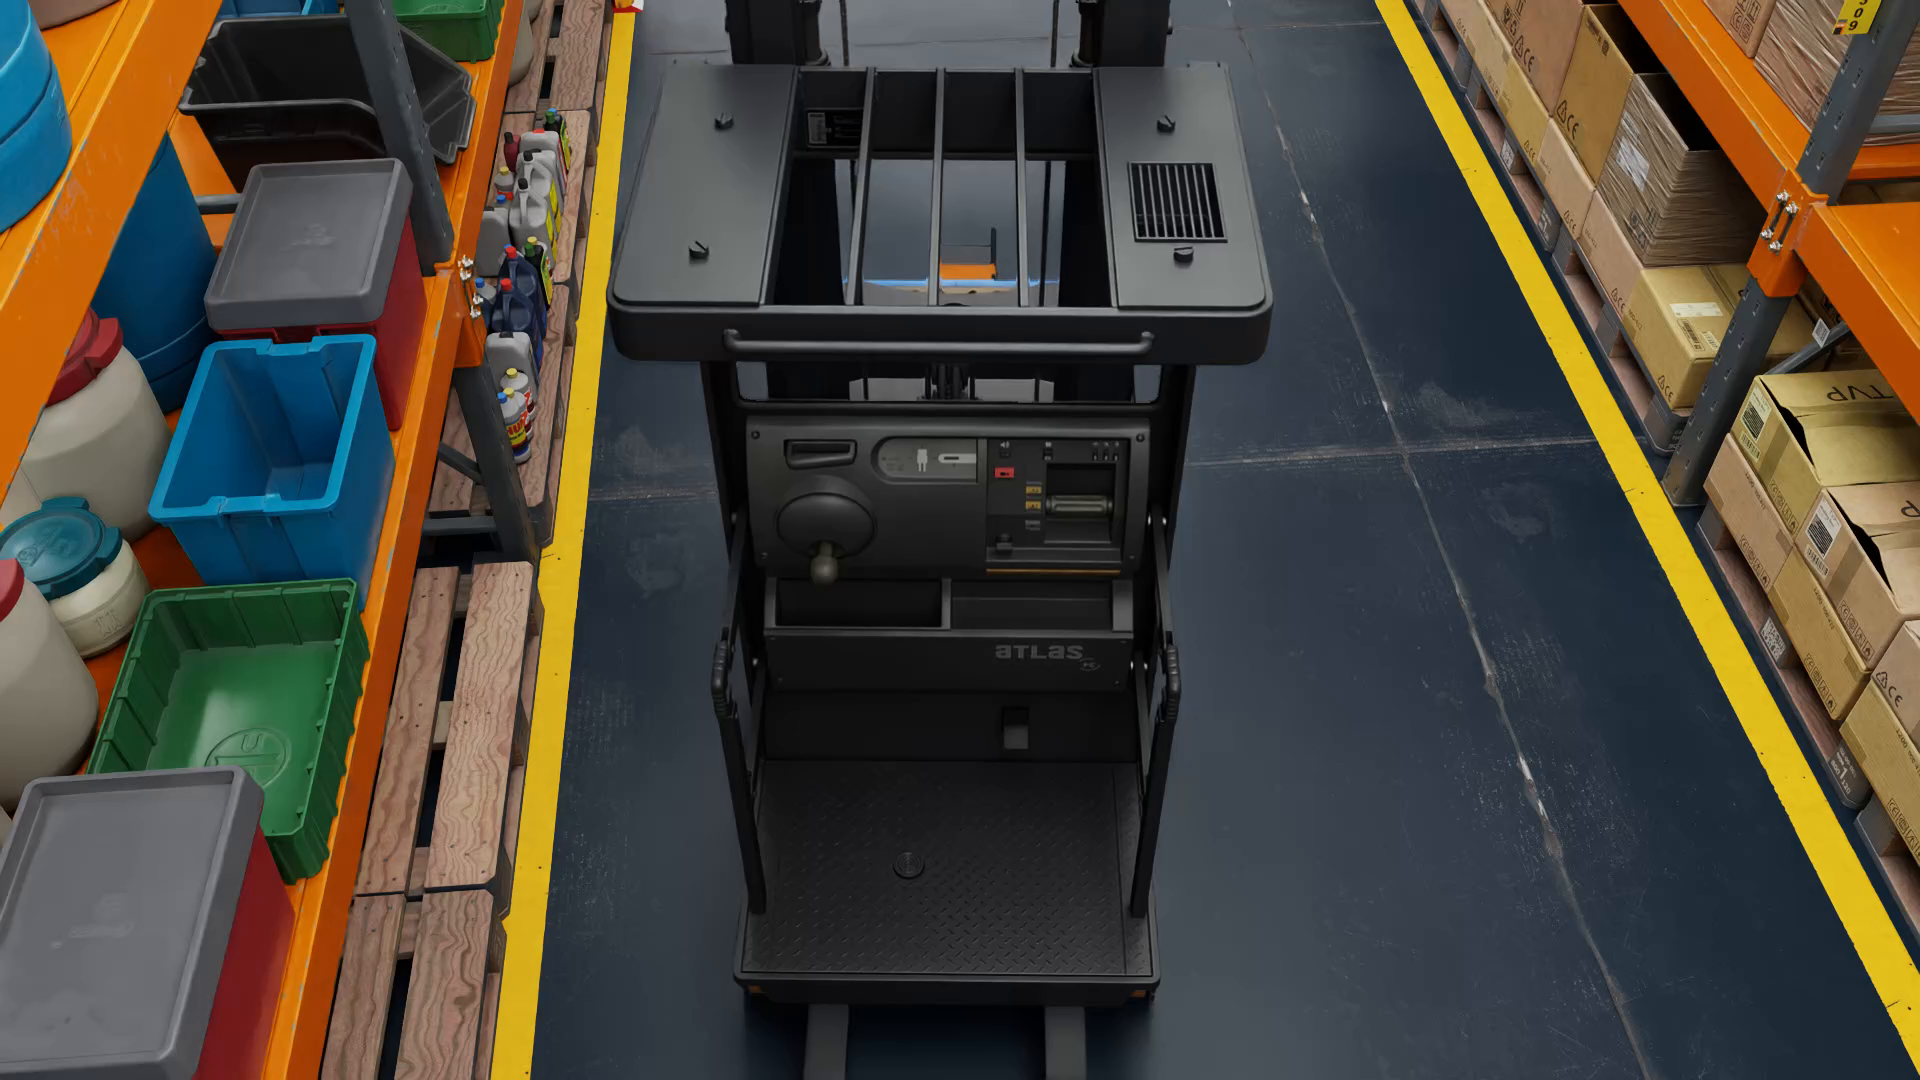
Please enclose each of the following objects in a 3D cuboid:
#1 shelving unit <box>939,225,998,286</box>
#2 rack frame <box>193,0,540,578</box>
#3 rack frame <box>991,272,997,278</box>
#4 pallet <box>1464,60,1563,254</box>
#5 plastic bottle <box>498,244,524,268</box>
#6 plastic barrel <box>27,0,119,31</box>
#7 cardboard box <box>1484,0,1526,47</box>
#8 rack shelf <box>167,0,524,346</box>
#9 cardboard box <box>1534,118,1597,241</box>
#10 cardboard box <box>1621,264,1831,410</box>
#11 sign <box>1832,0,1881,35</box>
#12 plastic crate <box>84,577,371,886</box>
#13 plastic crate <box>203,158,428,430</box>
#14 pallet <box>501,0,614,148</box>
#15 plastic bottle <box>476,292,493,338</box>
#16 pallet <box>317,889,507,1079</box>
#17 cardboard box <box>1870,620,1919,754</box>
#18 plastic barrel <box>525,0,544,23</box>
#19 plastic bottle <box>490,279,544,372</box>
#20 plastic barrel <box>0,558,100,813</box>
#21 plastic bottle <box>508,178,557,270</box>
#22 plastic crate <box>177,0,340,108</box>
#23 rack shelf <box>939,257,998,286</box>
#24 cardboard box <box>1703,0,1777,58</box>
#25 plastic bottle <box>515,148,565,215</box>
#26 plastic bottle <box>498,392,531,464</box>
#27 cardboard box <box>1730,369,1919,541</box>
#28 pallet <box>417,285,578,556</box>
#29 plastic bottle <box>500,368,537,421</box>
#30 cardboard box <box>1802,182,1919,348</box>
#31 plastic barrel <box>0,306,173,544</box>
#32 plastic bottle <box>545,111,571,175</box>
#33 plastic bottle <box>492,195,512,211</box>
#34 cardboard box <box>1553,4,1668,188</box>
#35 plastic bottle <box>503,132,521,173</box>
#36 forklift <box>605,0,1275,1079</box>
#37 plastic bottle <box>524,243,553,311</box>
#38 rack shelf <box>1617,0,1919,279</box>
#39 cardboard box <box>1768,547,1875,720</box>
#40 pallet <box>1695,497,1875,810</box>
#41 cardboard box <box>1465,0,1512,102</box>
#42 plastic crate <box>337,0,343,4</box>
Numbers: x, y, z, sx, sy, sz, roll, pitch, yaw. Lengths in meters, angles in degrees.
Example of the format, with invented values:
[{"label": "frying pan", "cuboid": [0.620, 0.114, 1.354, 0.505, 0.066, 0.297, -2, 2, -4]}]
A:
[{"label": "shelving unit", "cuboid": [0.014, -0.543, 5.541, 0.215, 1.050, 0.252, 0, 47, 0]}, {"label": "rack frame", "cuboid": [-1.935, -0.917, 4.553, 1.000, 3.000, 0.127, -3, 47, -3]}, {"label": "rack frame", "cuboid": [0.013, -0.454, 5.457, 0.200, 1.050, 0.008, 0, 47, 0]}, {"label": "pallet", "cuboid": [2.871, -1.720, 7.233, 1.003, 0.211, 1.213, -3, 47, -3]}, {"label": "plastic bottle", "cuboid": [-1.655, -0.980, 6.189, 0.097, 0.271, 0.097, 0, 47, 0]}, {"label": "plastic barrel", "cuboid": [-1.622, -1.293, 2.498, 0.600, 0.901, 0.600, 0, 47, 0]}, {"label": "cardboard box", "cuboid": [2.588, -2.442, 7.085, 0.500, 0.500, 0.500, -3, 47, -3]}, {"label": "rack shelf", "cuboid": [-2.103, -2.117, 6.184, 1.077, 0.370, 4.000, -3, 47, -3]}, {"label": "cardboard box", "cuboid": [2.656, -1.460, 6.671, 0.500, 0.250, 0.500, -3, 47, -3]}, {"label": "cardboard box", "cuboid": [2.744, -0.737, 5.986, 0.500, 0.250, 0.500, -3, 47, -3]}, {"label": "sign", "cuboid": [2.448, -1.506, 4.459, 0.100, 0.325, 0.005, -3, 47, -3]}, {"label": "plastic crate", "cuboid": [-1.508, 0.398, 3.453, 0.450, 0.188, 0.662, -3, 47, -3]}, {"label": "plastic crate", "cuboid": [-1.590, -0.608, 4.215, 0.402, 0.464, 0.583, -3, 47, -3]}, {"label": "pallet", "cuboid": [-2.154, -2.212, 7.700, 1.003, 0.211, 1.213, -3, 47, -3]}, {"label": "plastic bottle", "cuboid": [-1.733, -0.758, 5.924, 0.144, 0.351, 0.185, -3, 47, -3]}, {"label": "pallet", "cuboid": [-1.726, 1.492, 4.191, 1.003, 0.211, 1.213, -3, 47, -3]}, {"label": "cardboard box", "cuboid": [2.868, 0.444, 4.482, 0.500, 0.311, 0.500, -5, 47, -5]}, {"label": "plastic barrel", "cuboid": [-2.139, -2.629, 7.598, 0.421, 0.512, 0.421, 0, 47, 0]}, {"label": "plastic bottle", "cuboid": [-1.589, -0.767, 5.932, 0.144, 0.351, 0.185, -2, 47, -2]}, {"label": "plastic barrel", "cuboid": [-2.012, 0.272, 3.333, 0.433, 0.535, 0.433, 0, 47, 0]}, {"label": "plastic bottle", "cuboid": [-1.641, -1.211, 6.352, 0.144, 0.351, 0.185, -4, 47, -4]}, {"label": "plastic crate", "cuboid": [-2.299, -1.650, 5.350, 0.499, 0.251, 0.616, -3, 47, -3]}, {"label": "rack shelf", "cuboid": [0.014, -0.731, 5.343, 0.215, 0.259, 0.240, 0, 47, 0]}, {"label": "cardboard box", "cuboid": [2.907, -1.952, 5.464, 0.700, 0.500, 0.500, -4, 47, -4]}, {"label": "plastic bottle", "cuboid": [-1.674, -1.439, 6.620, 0.152, 0.276, 0.135, -5, 47, -4]}, {"label": "plastic bottle", "cuboid": [-1.525, -0.388, 5.627, 0.097, 0.271, 0.097, 0, 47, 0]}, {"label": "cardboard box", "cuboid": [2.787, -0.293, 5.180, 0.500, 0.311, 0.500, -3, 47, -3]}, {"label": "pallet", "cuboid": [-1.950, -0.447, 6.028, 1.003, 0.211, 1.213, -3, 47, -3]}, {"label": "plastic bottle", "cuboid": [-1.542, -0.511, 5.792, 0.097, 0.201, 0.097, 0, 47, 0]}, {"label": "cardboard box", "cuboid": [3.274, -1.027, 5.745, 0.500, 0.500, 0.500, -3, 47, -3]}, {"label": "plastic barrel", "cuboid": [-2.074, -0.258, 3.835, 0.433, 0.535, 0.433, 0, 47, 0]}, {"label": "plastic bottle", "cuboid": [-1.652, -1.643, 6.808, 0.061, 0.283, 0.133, -2, 47, -2]}, {"label": "plastic bottle", "cuboid": [-1.773, -1.255, 6.497, 0.097, 0.201, 0.097, 0, 47, 0]}, {"label": "cardboard box", "cuboid": [2.668, -1.719, 6.400, 0.500, 0.500, 0.500, -3, 47, -3]}, {"label": "plastic bottle", "cuboid": [-1.792, -1.536, 6.706, 0.061, 0.283, 0.133, -3, 47, -3]}, {"label": "forklift", "cuboid": [-0.029, 0.006, 3.725, 1.130, 2.935, 3.031, 0, 47, 0]}, {"label": "plastic bottle", "cuboid": [-1.578, -1.002, 6.201, 0.061, 0.283, 0.133, -2, 47, -2]}, {"label": "rack shelf", "cuboid": [2.833, -2.415, 6.467, 1.077, 0.370, 4.000, -3, 47, -3]}, {"label": "cardboard box", "cuboid": [2.829, 0.262, 5.040, 0.500, 0.250, 0.500, -2, 47, -2]}, {"label": "pallet", "cuboid": [3.101, 0.274, 5.345, 1.003, 0.211, 1.213, -3, 47, -3]}, {"label": "cardboard box", "cuboid": [2.576, -2.184, 7.357, 0.500, 0.250, 0.500, -3, 47, -3]}, {"label": "plastic crate", "cuboid": [-2.324, -1.986, 5.747, 0.530, 0.136, 0.437, -3, 47, -3]}]
